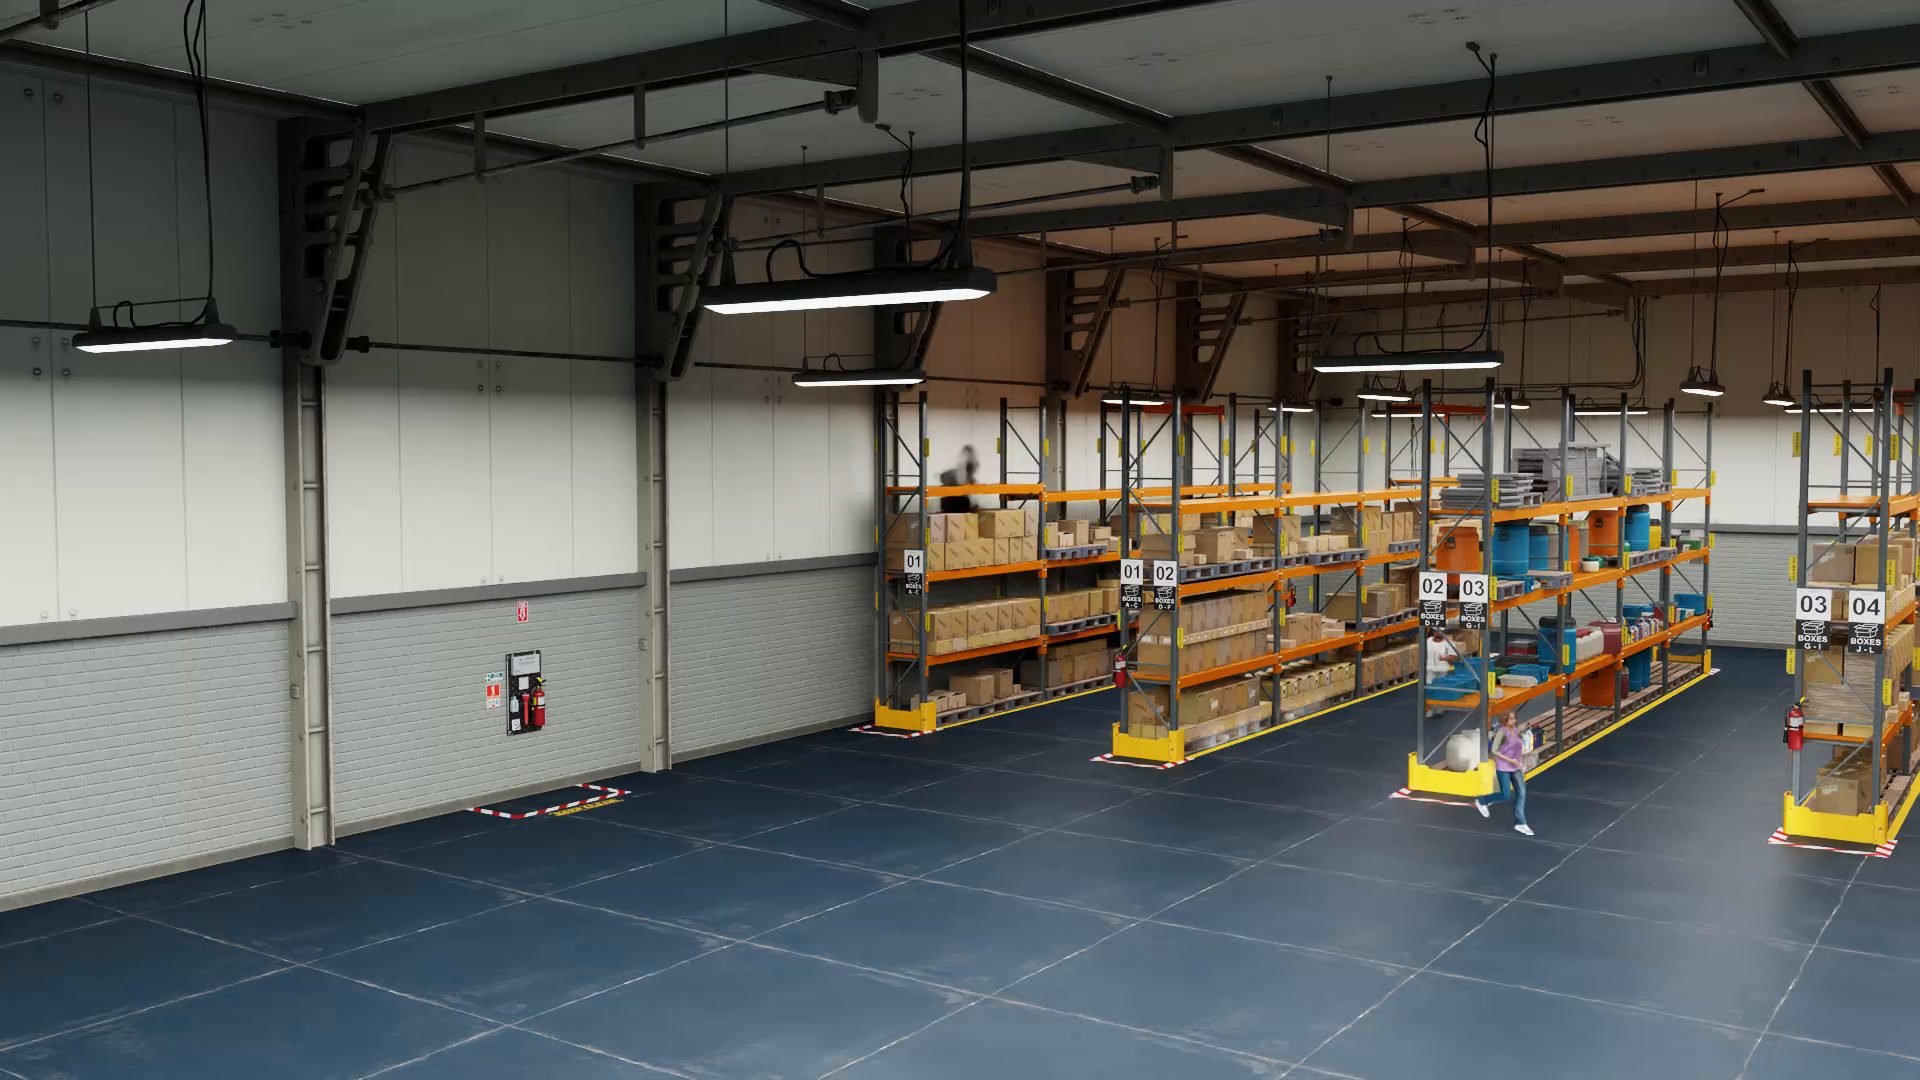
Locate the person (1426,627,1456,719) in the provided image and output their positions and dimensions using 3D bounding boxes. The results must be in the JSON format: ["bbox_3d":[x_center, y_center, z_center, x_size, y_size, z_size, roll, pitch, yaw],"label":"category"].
[{"bbox_3d":[8.797,2.421,30.710,0.677,1.782,0.704,1,3,24],"label":"person"}]

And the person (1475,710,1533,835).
[{"bbox_3d":[7.140,3.008,21.748,0.549,1.592,0.849,-2,4,-36],"label":"person"}]
